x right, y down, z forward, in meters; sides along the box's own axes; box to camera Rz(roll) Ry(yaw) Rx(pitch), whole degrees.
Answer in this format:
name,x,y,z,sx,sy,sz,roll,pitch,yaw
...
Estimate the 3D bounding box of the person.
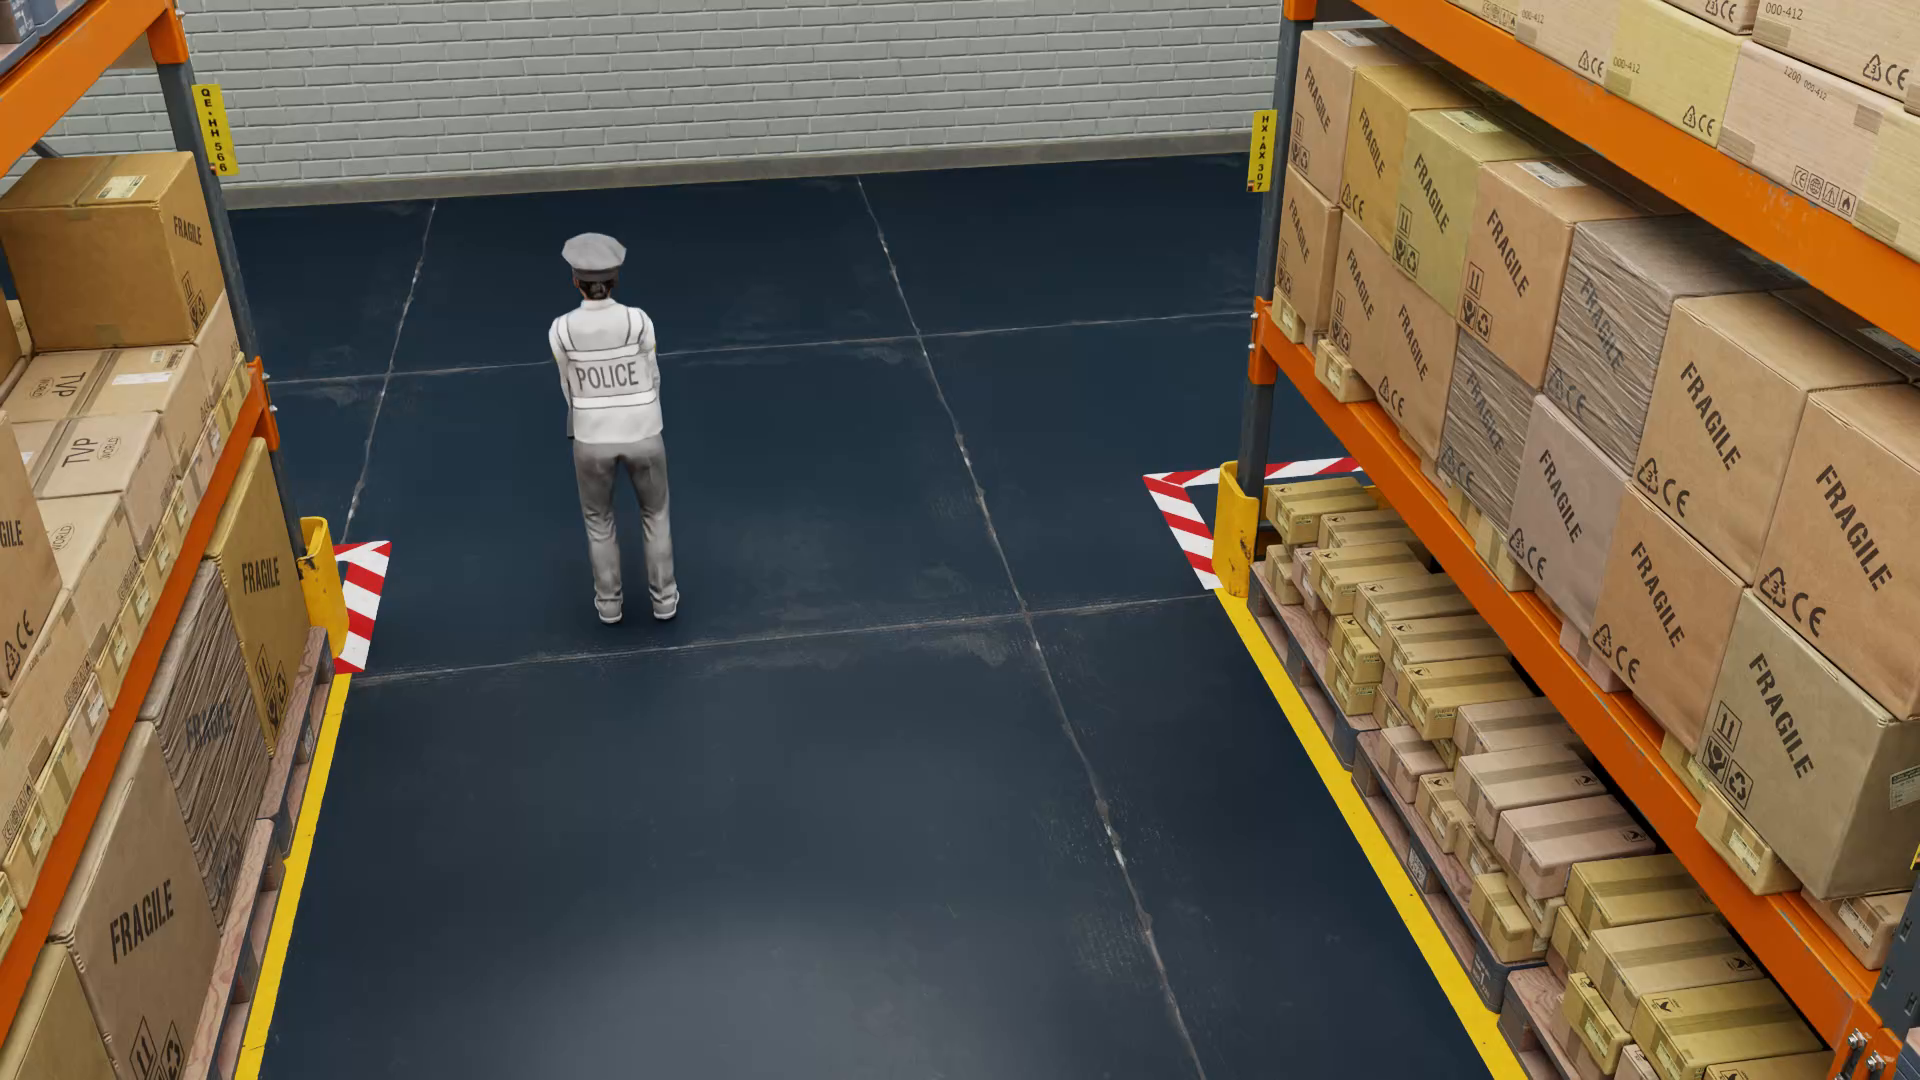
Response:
name,x,y,z,sx,sy,sz,roll,pitch,yaw
person,-1.432,-0.452,6.895,0.415,1.665,0.542,-6,31,-10
